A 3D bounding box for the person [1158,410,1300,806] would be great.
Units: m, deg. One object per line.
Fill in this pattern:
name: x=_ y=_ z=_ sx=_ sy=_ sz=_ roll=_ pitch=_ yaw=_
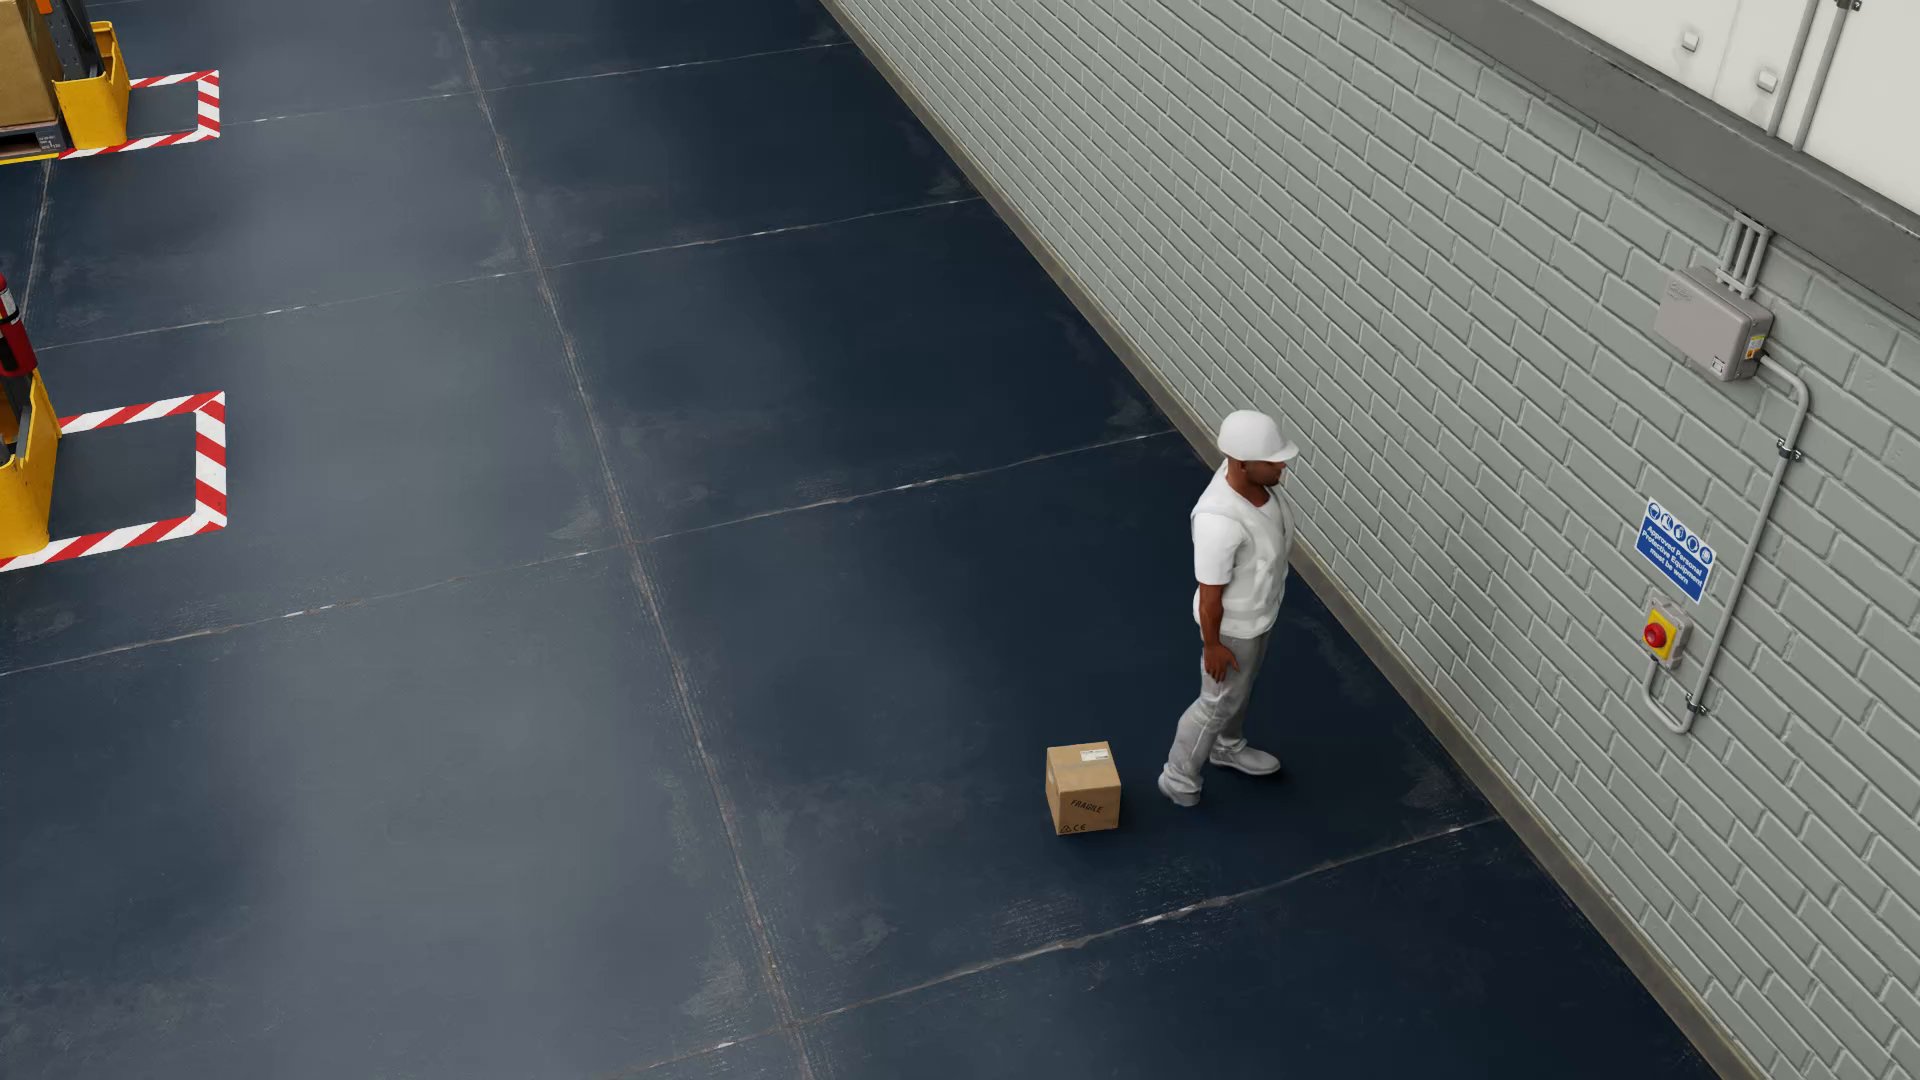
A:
person: x=1.096 y=0.302 z=6.432 sx=0.438 sy=1.848 sz=0.562 roll=15 pitch=40 yaw=19
